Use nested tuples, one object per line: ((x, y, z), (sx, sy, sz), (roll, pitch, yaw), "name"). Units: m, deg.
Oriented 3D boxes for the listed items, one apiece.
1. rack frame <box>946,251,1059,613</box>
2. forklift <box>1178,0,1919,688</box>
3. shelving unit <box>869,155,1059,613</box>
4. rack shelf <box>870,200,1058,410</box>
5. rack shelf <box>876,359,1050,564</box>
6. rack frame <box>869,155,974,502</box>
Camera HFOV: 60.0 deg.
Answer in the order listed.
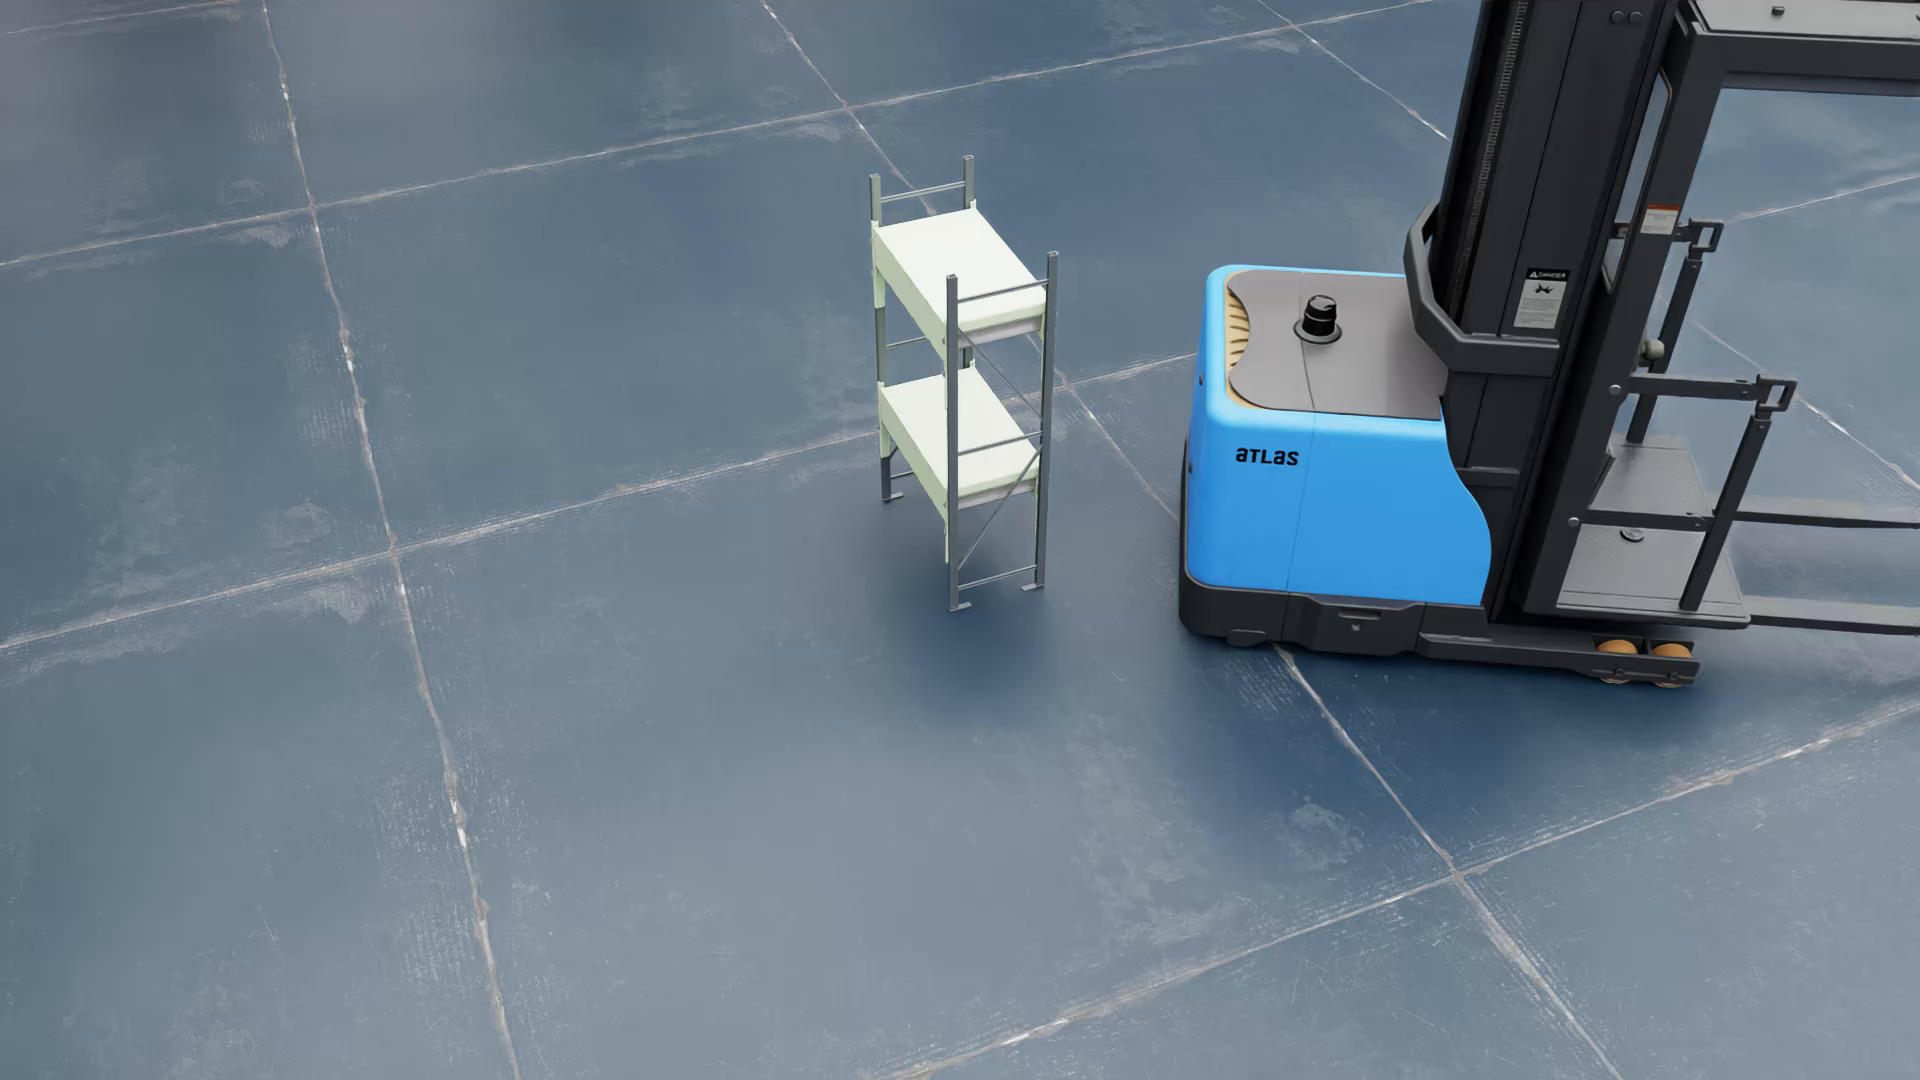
((0.143, -0.344, 6.000), (0.400, 1.500, 0.023), (-15, 43, -17), "rack frame")
((2.382, -0.936, 5.590), (3.031, 2.935, 1.130), (4, 41, 5), "forklift")
((0.003, -0.565, 6.256), (0.431, 1.500, 0.755), (-15, 43, -17), "shelving unit")
((0.003, -0.861, 6.002), (0.431, 0.370, 0.720), (-15, 43, -17), "rack shelf")
((0.003, -0.317, 6.469), (0.431, 0.370, 0.720), (-15, 43, -17), "rack shelf")
((-0.137, -0.785, 6.513), (0.400, 1.500, 0.023), (-15, 43, -17), "rack frame")
